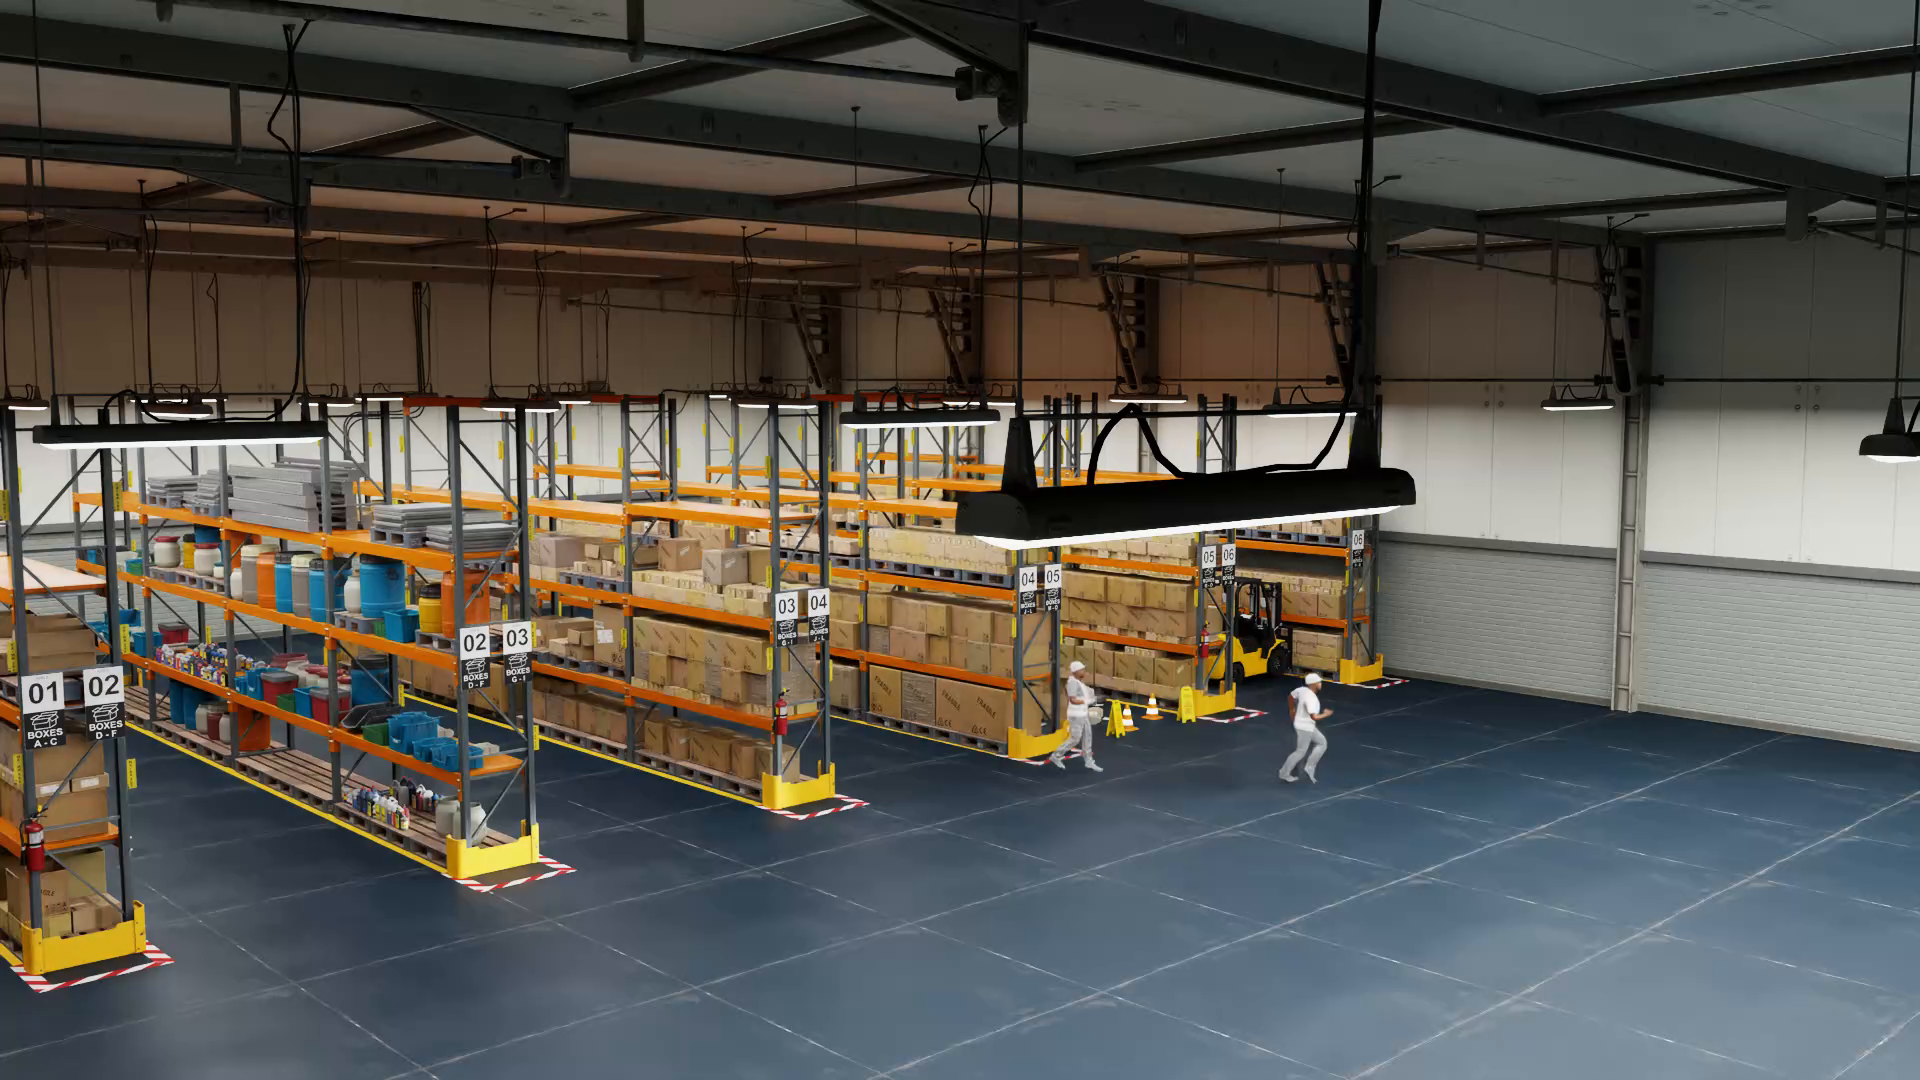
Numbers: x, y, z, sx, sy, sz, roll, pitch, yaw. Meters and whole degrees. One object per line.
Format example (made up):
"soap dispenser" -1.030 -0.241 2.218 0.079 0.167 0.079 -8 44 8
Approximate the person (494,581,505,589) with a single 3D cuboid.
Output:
"person" -10.944 1.634 39.405 0.687 1.746 0.739 2 6 20

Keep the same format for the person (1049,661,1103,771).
"person" 1.871 2.847 26.786 0.864 1.816 0.697 1 6 8

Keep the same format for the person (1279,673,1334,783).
"person" 5.408 2.948 25.976 0.810 1.755 0.732 1 6 5
